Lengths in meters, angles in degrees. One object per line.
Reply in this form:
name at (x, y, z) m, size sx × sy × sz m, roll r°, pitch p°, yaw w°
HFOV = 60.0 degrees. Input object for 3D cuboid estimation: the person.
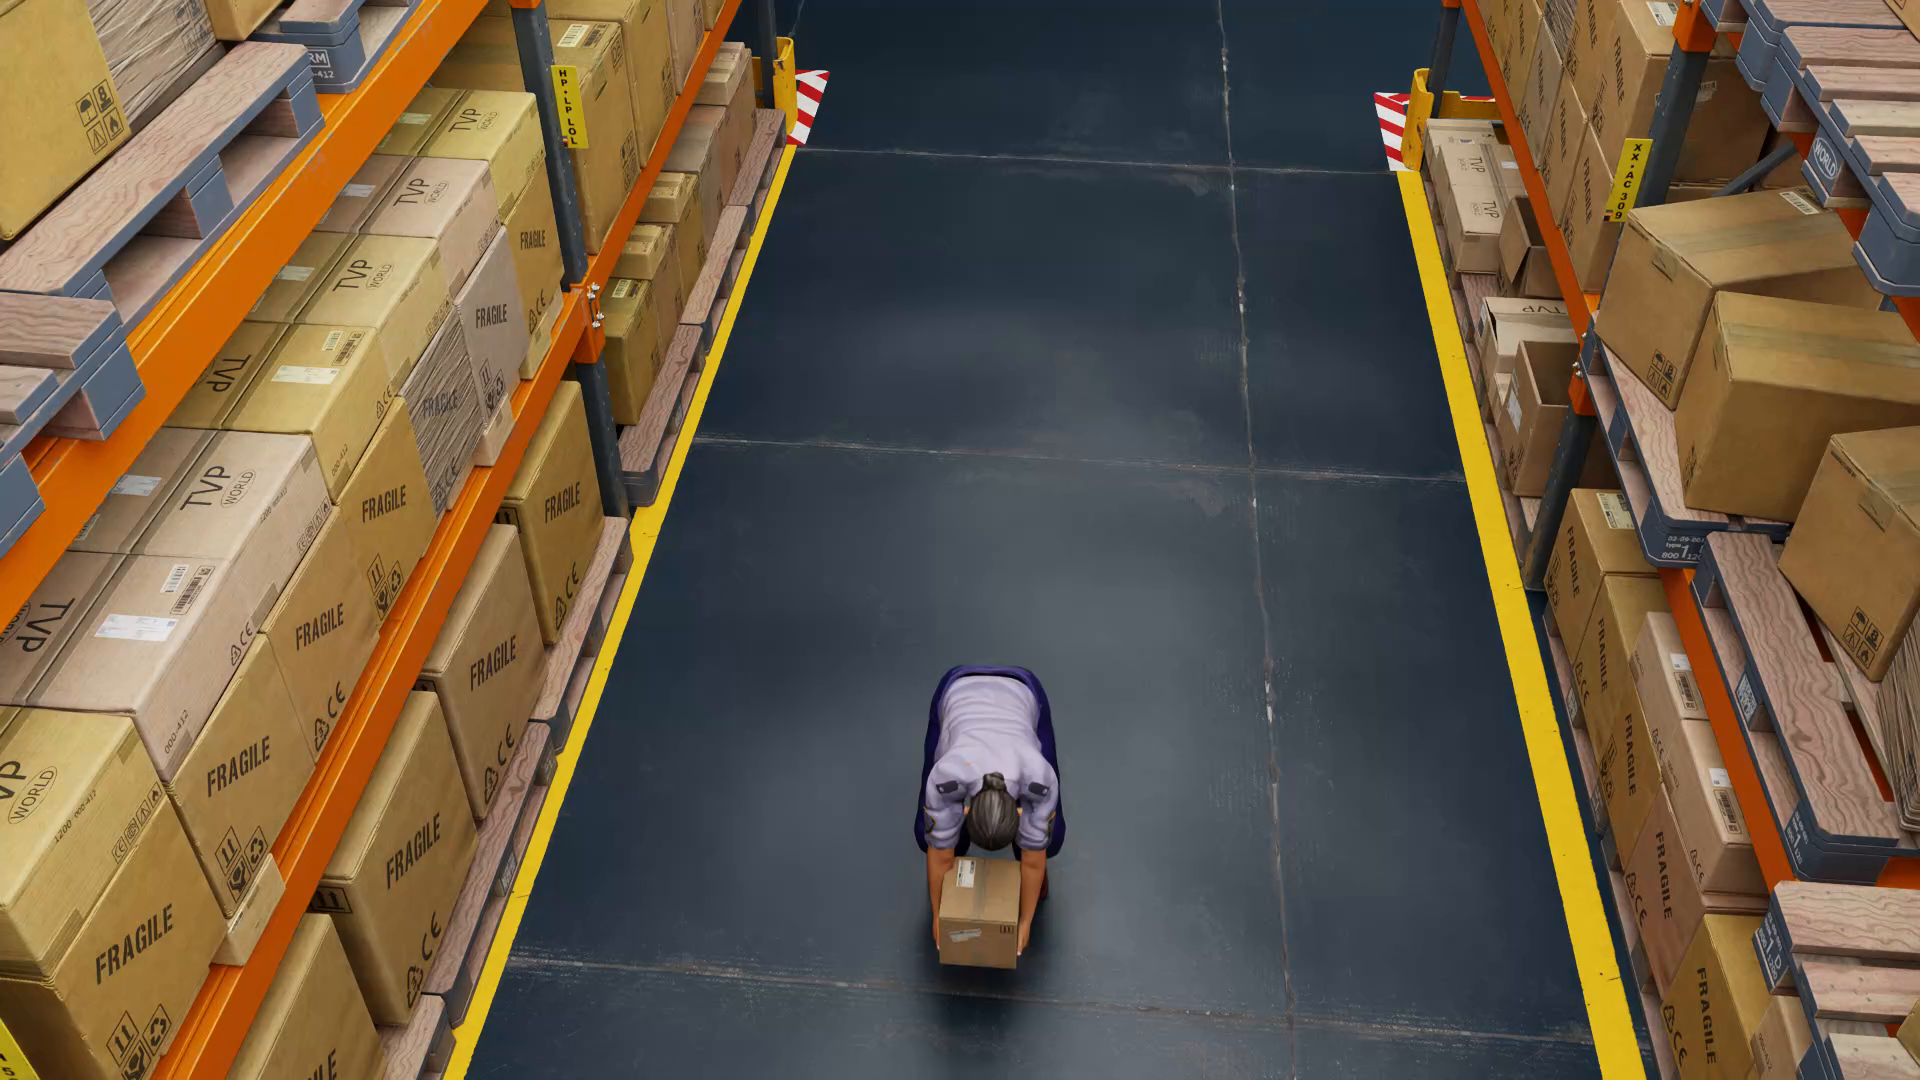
person at (0.100, 0.924, 5.584) m, size 0.515 × 0.998 × 0.893 m, roll 1°, pitch 40°, yaw 2°
